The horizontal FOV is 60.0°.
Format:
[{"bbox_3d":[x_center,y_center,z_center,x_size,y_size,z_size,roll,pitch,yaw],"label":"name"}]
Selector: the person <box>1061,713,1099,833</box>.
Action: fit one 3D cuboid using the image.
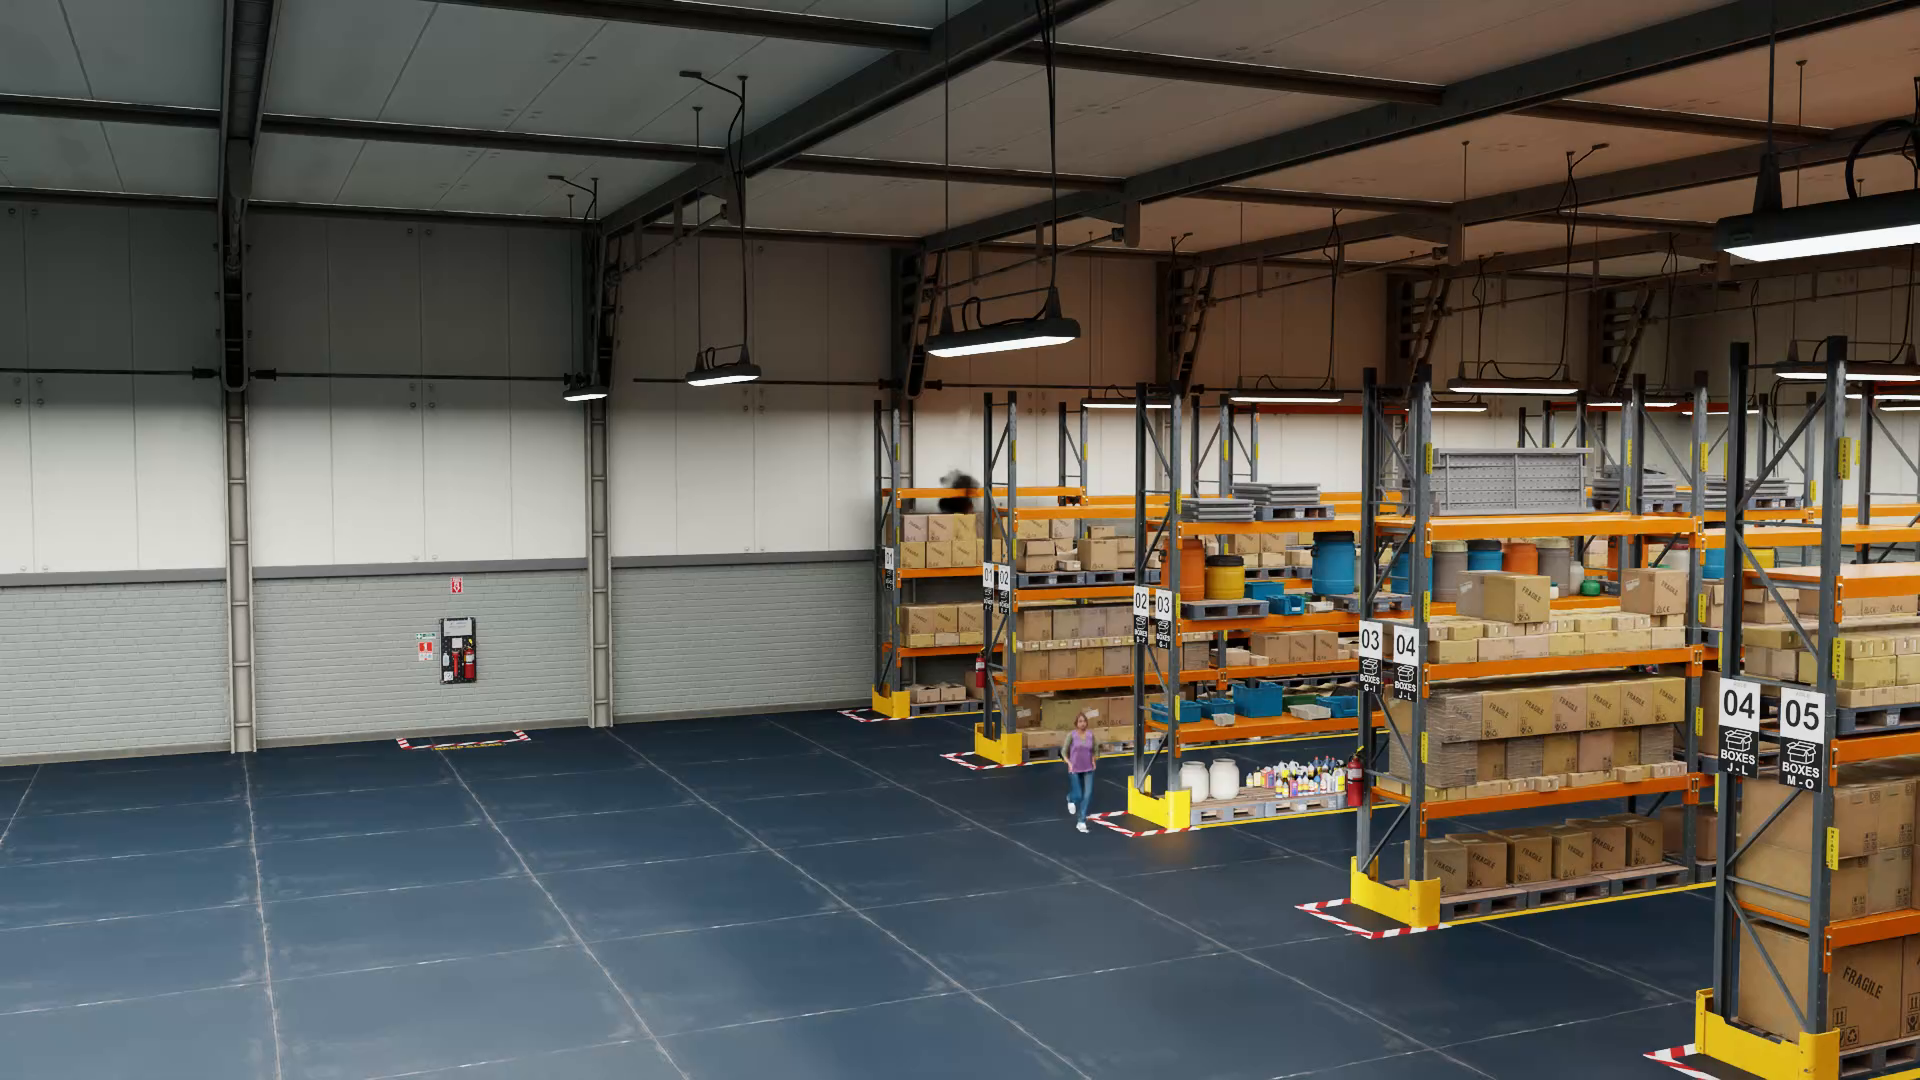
[{"bbox_3d":[1.606,3.096,22.322,0.503,1.568,0.628,-1,3,-10],"label":"person"}]
